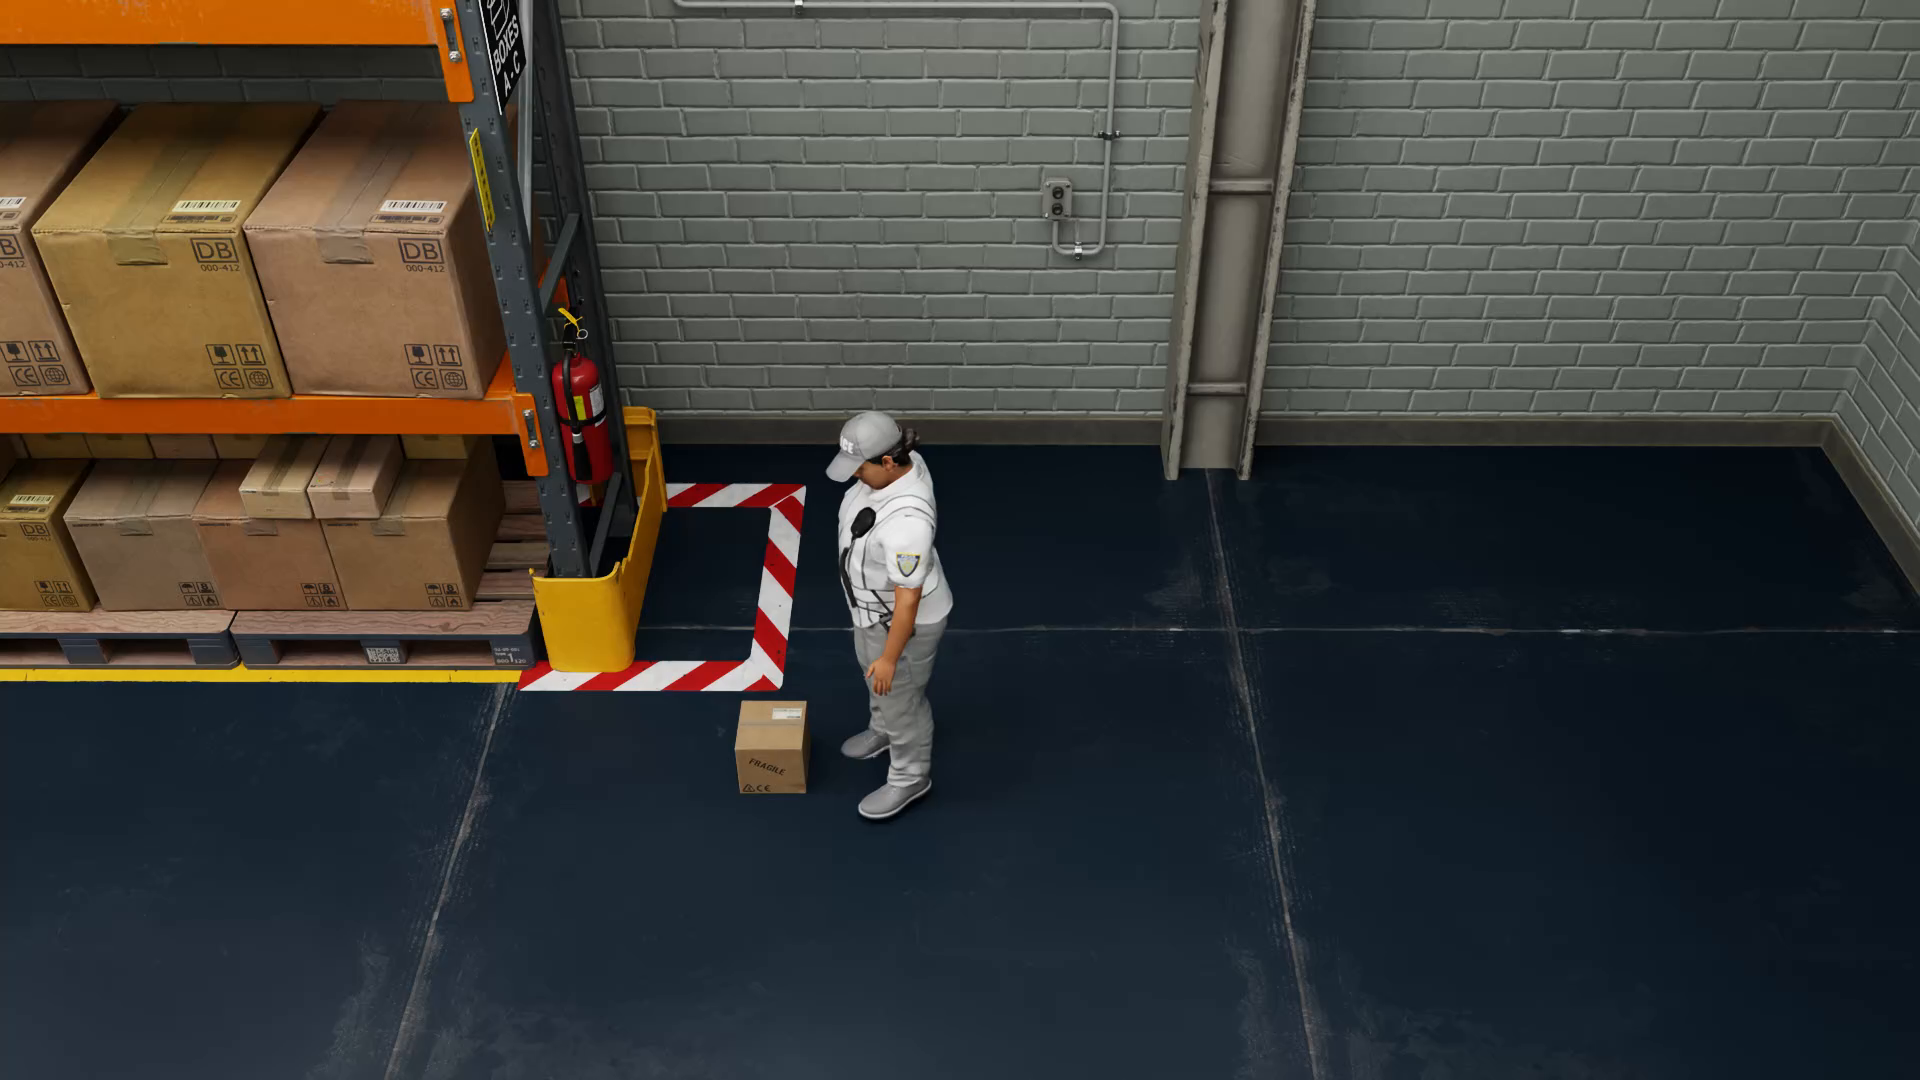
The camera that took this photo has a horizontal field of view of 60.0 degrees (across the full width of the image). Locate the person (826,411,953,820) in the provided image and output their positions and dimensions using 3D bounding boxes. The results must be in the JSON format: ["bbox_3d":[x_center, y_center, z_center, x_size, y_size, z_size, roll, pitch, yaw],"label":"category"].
[{"bbox_3d":[-0.232,0.272,5.835,0.408,1.697,0.587,-7,40,-9],"label":"person"}]
